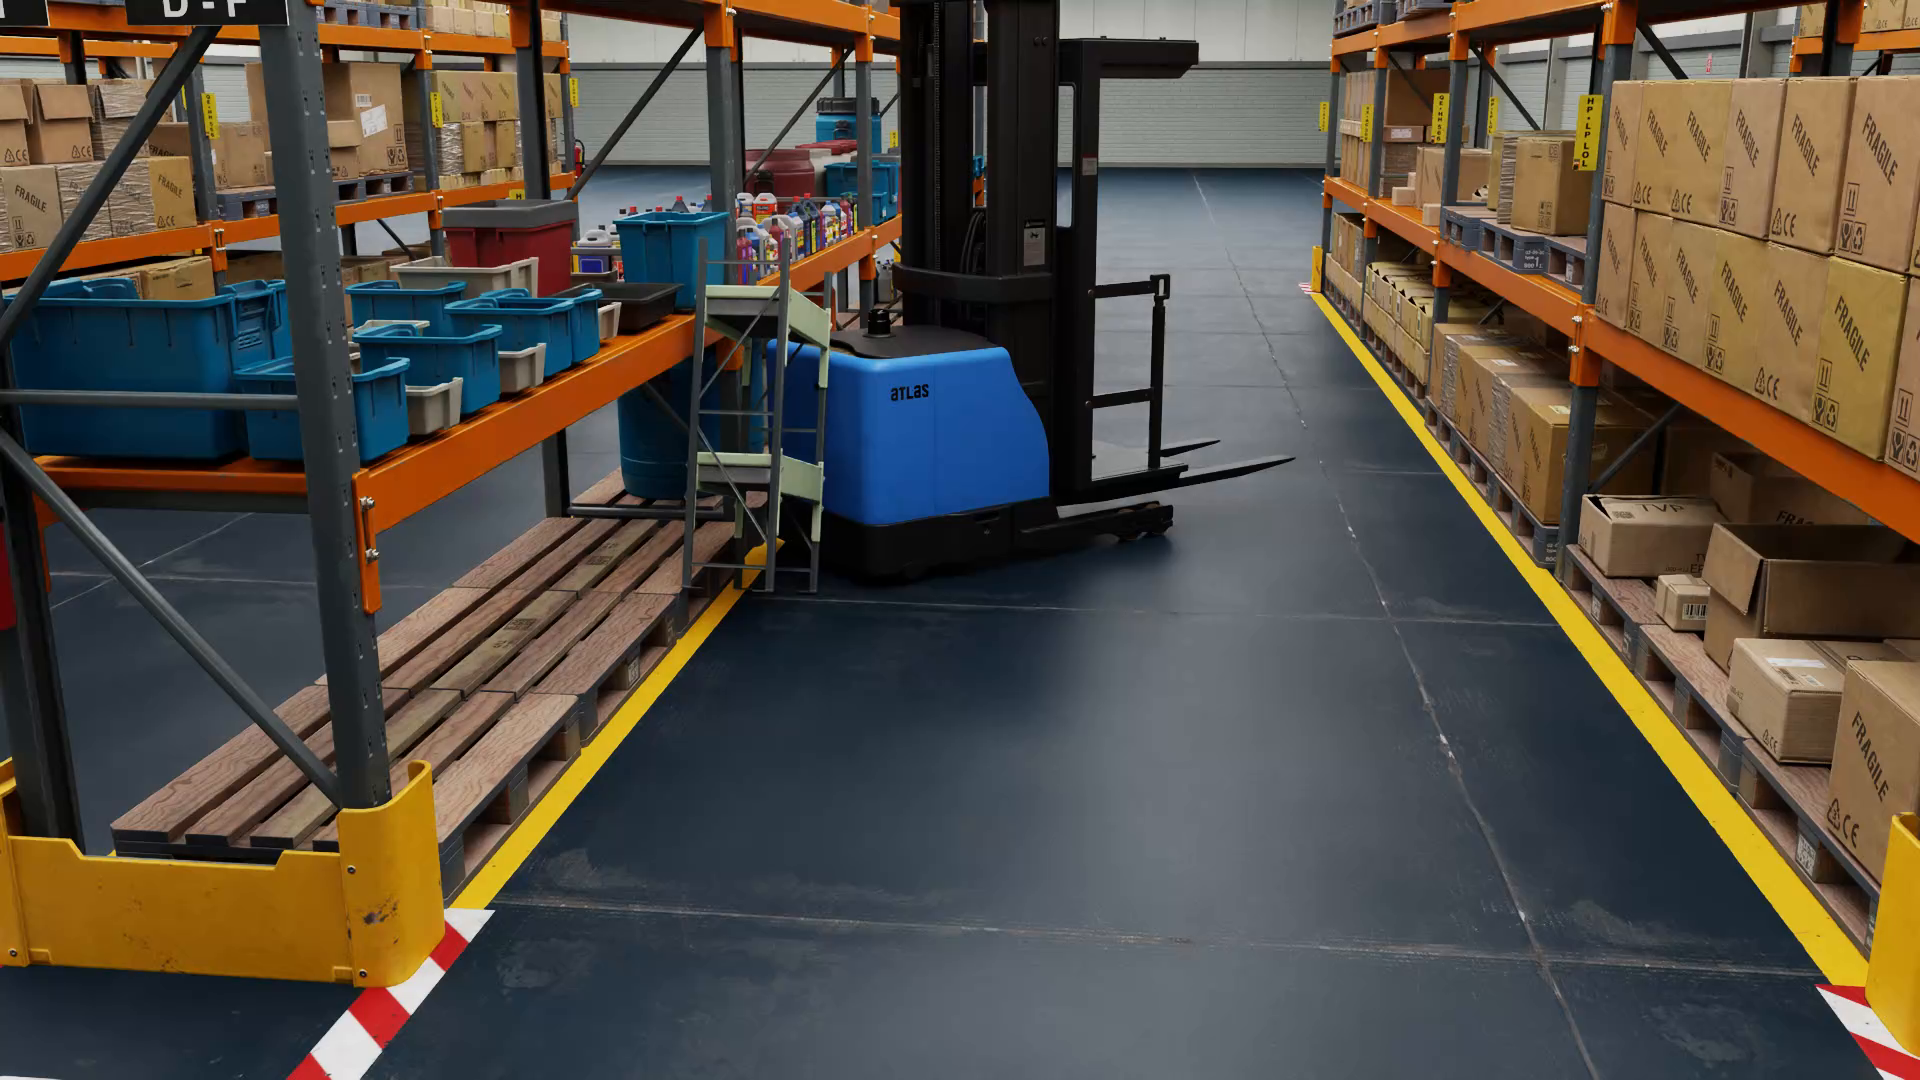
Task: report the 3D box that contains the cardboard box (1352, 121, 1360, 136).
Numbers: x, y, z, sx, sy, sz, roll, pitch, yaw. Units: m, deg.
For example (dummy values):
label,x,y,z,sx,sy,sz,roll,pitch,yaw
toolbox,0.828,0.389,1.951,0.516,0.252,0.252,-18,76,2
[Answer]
label,x,y,z,sx,sy,sz,roll,pitch,yaw
cardboard box,4.295,-4.280,17.308,0.380,0.149,0.250,2,15,6

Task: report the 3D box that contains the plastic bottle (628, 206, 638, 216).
label,x,y,z,sx,sy,sz,roll,pitch,yaw
plastic bottle,-1.779,-1.655,9.129,0.144,0.351,0.185,2,15,6

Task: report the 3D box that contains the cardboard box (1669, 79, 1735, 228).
label,x,y,z,sx,sy,sz,roll,pitch,yaw
cardboard box,2.894,-1.385,5.932,0.500,0.500,0.500,1,15,5

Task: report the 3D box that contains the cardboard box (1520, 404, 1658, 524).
label,x,y,z,sx,sy,sz,roll,pitch,yaw
cardboard box,3.114,-0.378,8.258,0.500,0.500,0.500,2,15,6

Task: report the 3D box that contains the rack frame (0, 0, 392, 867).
label,x,y,z,sx,sy,sz,roll,pitch,yaw
rack frame,-2.030,-0.345,4.191,1.000,3.000,0.127,2,15,6

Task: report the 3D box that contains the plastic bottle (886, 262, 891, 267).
label,x,y,z,sx,sy,sz,roll,pitch,yaw
plastic bottle,-0.778,-2.840,17.803,0.097,0.271,0.097,0,15,0

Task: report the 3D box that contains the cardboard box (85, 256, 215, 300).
label,x,y,z,sx,sy,sz,roll,pitch,yaw
cardboard box,-6.147,-1.564,11.967,1.225,0.875,0.875,1,15,4

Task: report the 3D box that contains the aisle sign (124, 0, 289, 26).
label,x,y,z,sx,sy,sz,roll,pitch,yaw
aisle sign,-1.743,-1.572,3.750,0.394,0.787,0.004,2,15,6

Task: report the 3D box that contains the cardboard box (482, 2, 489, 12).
label,x,y,z,sx,sy,sz,roll,pitch,yaw
cardboard box,-5.145,-5.586,17.350,0.380,0.149,0.250,1,15,5

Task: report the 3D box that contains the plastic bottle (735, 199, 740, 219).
label,x,y,z,sx,sy,sz,roll,pitch,yaw
plastic bottle,-1.550,-2.137,11.057,0.152,0.276,0.135,2,15,6

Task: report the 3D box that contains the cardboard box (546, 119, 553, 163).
label,x,y,z,sx,sy,sz,roll,pitch,yaw
cardboard box,-5.173,-4.557,19.008,0.875,0.500,0.500,2,15,6

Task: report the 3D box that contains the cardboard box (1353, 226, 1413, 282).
label,x,y,z,sx,sy,sz,roll,pitch,yaw
cardboard box,4.148,-2.804,16.311,0.500,0.500,0.500,2,15,6

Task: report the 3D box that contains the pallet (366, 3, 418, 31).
label,x,y,z,sx,sy,sz,roll,pitch,yaw
pallet,-5.773,-4.803,15.293,1.213,0.211,1.003,2,15,6

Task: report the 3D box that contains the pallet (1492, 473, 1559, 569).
label,x,y,z,sx,sy,sz,roll,pitch,yaw
pallet,3.397,-0.101,8.633,1.003,0.211,1.213,2,15,6

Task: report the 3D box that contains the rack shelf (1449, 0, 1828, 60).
label,x,y,z,sx,sy,sz,roll,pitch,yaw
rack shelf,3.568,-2.855,9.105,1.077,0.370,4.000,2,15,6

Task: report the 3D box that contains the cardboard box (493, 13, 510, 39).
label,x,y,z,sx,sy,sz,roll,pitch,yaw
cardboard box,-5.119,-5.491,17.762,0.500,0.250,0.500,1,15,5

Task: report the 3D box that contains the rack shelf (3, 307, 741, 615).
label,x,y,z,sx,sy,sz,roll,pitch,yaw
rack shelf,-1.804,-0.516,6.203,1.077,0.370,4.000,2,15,6

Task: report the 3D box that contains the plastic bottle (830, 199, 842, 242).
label,x,y,z,sx,sy,sz,roll,pitch,yaw
plastic bottle,-0.828,-2.100,10.930,0.097,0.271,0.097,0,15,0

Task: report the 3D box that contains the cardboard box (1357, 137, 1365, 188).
label,x,y,z,sx,sy,sz,roll,pitch,yaw
cardboard box,4.459,-3.874,17.050,0.700,0.500,0.500,2,15,8

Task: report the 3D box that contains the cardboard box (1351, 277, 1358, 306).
label,x,y,z,sx,sy,sz,roll,pitch,yaw
cardboard box,4.147,-2.442,16.409,0.500,0.250,0.500,2,15,6

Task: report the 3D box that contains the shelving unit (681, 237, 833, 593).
label,x,y,z,sx,sy,sz,roll,pitch,yaw
shelving unit,-0.888,-0.523,7.412,0.431,1.500,0.755,2,-2,10

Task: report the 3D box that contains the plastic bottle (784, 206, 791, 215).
label,x,y,z,sx,sy,sz,roll,pitch,yaw
plastic bottle,-1.042,-1.906,10.187,0.061,0.283,0.133,2,15,6

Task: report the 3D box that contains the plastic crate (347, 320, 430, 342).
label,x,y,z,sx,sy,sz,roll,pitch,yaw
plastic crate,-2.049,-0.688,5.852,0.298,0.136,0.250,2,15,6

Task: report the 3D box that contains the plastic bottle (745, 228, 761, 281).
label,x,y,z,sx,sy,sz,roll,pitch,yaw
plastic bottle,-1.093,-1.493,8.684,0.097,0.271,0.097,0,15,0

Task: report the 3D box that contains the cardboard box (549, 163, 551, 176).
label,x,y,z,sx,sy,sz,roll,pitch,yaw
cardboard box,-4.979,-4.308,19.329,0.380,0.149,0.250,2,15,6

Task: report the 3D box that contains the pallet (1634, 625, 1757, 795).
label,x,y,z,sx,sy,sz,roll,pitch,yaw
pallet,3.129,0.606,6.017,1.003,0.211,1.213,2,15,6

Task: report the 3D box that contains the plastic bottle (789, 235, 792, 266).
label,x,y,z,sx,sy,sz,roll,pitch,yaw
plastic bottle,-1.003,-1.665,9.453,0.097,0.201,0.097,0,15,0

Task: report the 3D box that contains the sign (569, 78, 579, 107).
label,x,y,z,sx,sy,sz,roll,pitch,yaw
sign,-4.597,-5.331,19.805,0.100,0.325,0.005,2,15,6

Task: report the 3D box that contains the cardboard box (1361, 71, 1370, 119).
label,x,y,z,sx,sy,sz,roll,pitch,yaw
cardboard box,4.459,-4.491,16.846,0.700,0.500,0.500,2,15,6

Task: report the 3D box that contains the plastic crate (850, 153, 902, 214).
label,x,y,z,sx,sy,sz,roll,pitch,yaw
plastic crate,-0.641,-2.861,13.373,0.402,0.464,0.583,2,15,6

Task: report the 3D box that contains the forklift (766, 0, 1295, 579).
label,x,y,z,sx,sy,sz,roll,pitch,yaw
forklift,0.510,-1.511,8.636,3.031,2.935,1.130,-11,18,-35

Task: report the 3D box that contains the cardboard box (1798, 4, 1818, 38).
label,x,y,z,sx,sy,sz,roll,pitch,yaw
cardboard box,9.333,-5.629,17.758,0.500,0.500,0.500,2,15,8

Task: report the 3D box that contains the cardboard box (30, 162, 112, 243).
label,x,y,z,sx,sy,sz,roll,pitch,yaw
cardboard box,-5.976,-2.215,10.915,0.500,0.500,0.500,1,15,4

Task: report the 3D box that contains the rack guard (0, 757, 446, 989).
label,x,y,z,sx,sy,sz,roll,pitch,yaw
rack guard,-2.020,0.868,4.493,1.175,0.500,0.348,2,15,6

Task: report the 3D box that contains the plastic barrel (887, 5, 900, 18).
label,x,y,z,sx,sy,sz,roll,pitch,yaw
plastic barrel,-0.745,-4.451,12.808,0.600,0.830,0.708,2,15,6

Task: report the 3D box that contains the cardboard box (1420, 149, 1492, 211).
label,x,y,z,sx,sy,sz,roll,pitch,yaw
cardboard box,4.026,-2.893,13.424,0.500,0.500,0.500,2,15,6

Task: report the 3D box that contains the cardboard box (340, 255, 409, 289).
label,x,y,z,sx,sy,sz,roll,pitch,yaw
cardboard box,-5.688,-2.450,15.923,0.700,0.500,0.500,1,15,2

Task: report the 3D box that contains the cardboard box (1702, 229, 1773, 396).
label,x,y,z,sx,sy,sz,roll,pitch,yaw
cardboard box,2.845,-0.765,5.553,0.500,0.500,0.500,1,15,5

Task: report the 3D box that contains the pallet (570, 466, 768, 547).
label,x,y,z,sx,sy,sz,roll,pitch,yaw
pallet,-1.450,-0.235,9.127,1.003,0.211,1.213,2,15,6

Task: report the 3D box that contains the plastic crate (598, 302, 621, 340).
label,x,y,z,sx,sy,sz,roll,pitch,yaw
plastic crate,-1.477,-0.824,6.351,0.293,0.136,0.466,2,15,6

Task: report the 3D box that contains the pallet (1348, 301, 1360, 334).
label,x,y,z,sx,sy,sz,roll,pitch,yaw
pallet,4.377,-2.169,16.280,1.003,0.211,1.213,2,15,6

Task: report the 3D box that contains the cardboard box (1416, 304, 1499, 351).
label,x,y,z,sx,sy,sz,roll,pitch,yaw
cardboard box,3.608,-1.562,12.081,0.500,0.311,0.500,2,15,8

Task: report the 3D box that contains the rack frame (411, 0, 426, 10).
label,x,y,z,sx,sy,sz,roll,pitch,yaw
rack frame,-5.597,-6.499,15.458,1.000,3.000,0.127,2,15,6

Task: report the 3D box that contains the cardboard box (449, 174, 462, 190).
label,x,y,z,sx,sy,sz,roll,pitch,yaw
cardboard box,-5.233,-3.593,16.685,0.380,0.149,0.250,2,15,6

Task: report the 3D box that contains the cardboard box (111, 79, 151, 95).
label,x,y,z,sx,sy,sz,roll,pitch,yaw
cardboard box,-10.114,-5.166,19.665,0.875,0.550,0.550,2,15,6

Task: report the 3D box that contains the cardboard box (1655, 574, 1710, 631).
label,x,y,z,sx,sy,sz,roll,pitch,yaw
cardboard box,2.993,0.247,6.587,0.380,0.166,0.250,2,15,6

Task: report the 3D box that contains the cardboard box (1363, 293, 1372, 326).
label,x,y,z,sx,sy,sz,roll,pitch,yaw
cardboard box,3.954,-2.088,15.102,0.500,0.250,0.500,1,15,5

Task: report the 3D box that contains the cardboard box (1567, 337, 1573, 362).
label,x,y,z,sx,sy,sz,roll,pitch,yaw
cardboard box,3.808,-1.111,9.533,0.500,0.250,0.500,1,15,5

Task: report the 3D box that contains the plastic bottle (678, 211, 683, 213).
label,x,y,z,sx,sy,sz,roll,pitch,yaw
plastic bottle,-1.655,-1.816,9.879,0.097,0.271,0.097,0,15,0

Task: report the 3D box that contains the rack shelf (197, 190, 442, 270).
label,x,y,z,sx,sy,sz,roll,pitch,yaw
rack shelf,-5.823,-2.737,14.416,1.077,0.370,4.000,2,15,6

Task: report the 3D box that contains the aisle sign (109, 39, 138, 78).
label,x,y,z,sx,sy,sz,roll,pitch,yaw
aisle sign,-10.353,-6.095,20.476,0.394,0.787,0.004,2,15,6

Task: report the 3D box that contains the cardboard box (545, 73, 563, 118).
label,x,y,z,sx,sy,sz,roll,pitch,yaw
cardboard box,-4.962,-5.165,19.340,0.500,0.500,0.500,2,15,6
